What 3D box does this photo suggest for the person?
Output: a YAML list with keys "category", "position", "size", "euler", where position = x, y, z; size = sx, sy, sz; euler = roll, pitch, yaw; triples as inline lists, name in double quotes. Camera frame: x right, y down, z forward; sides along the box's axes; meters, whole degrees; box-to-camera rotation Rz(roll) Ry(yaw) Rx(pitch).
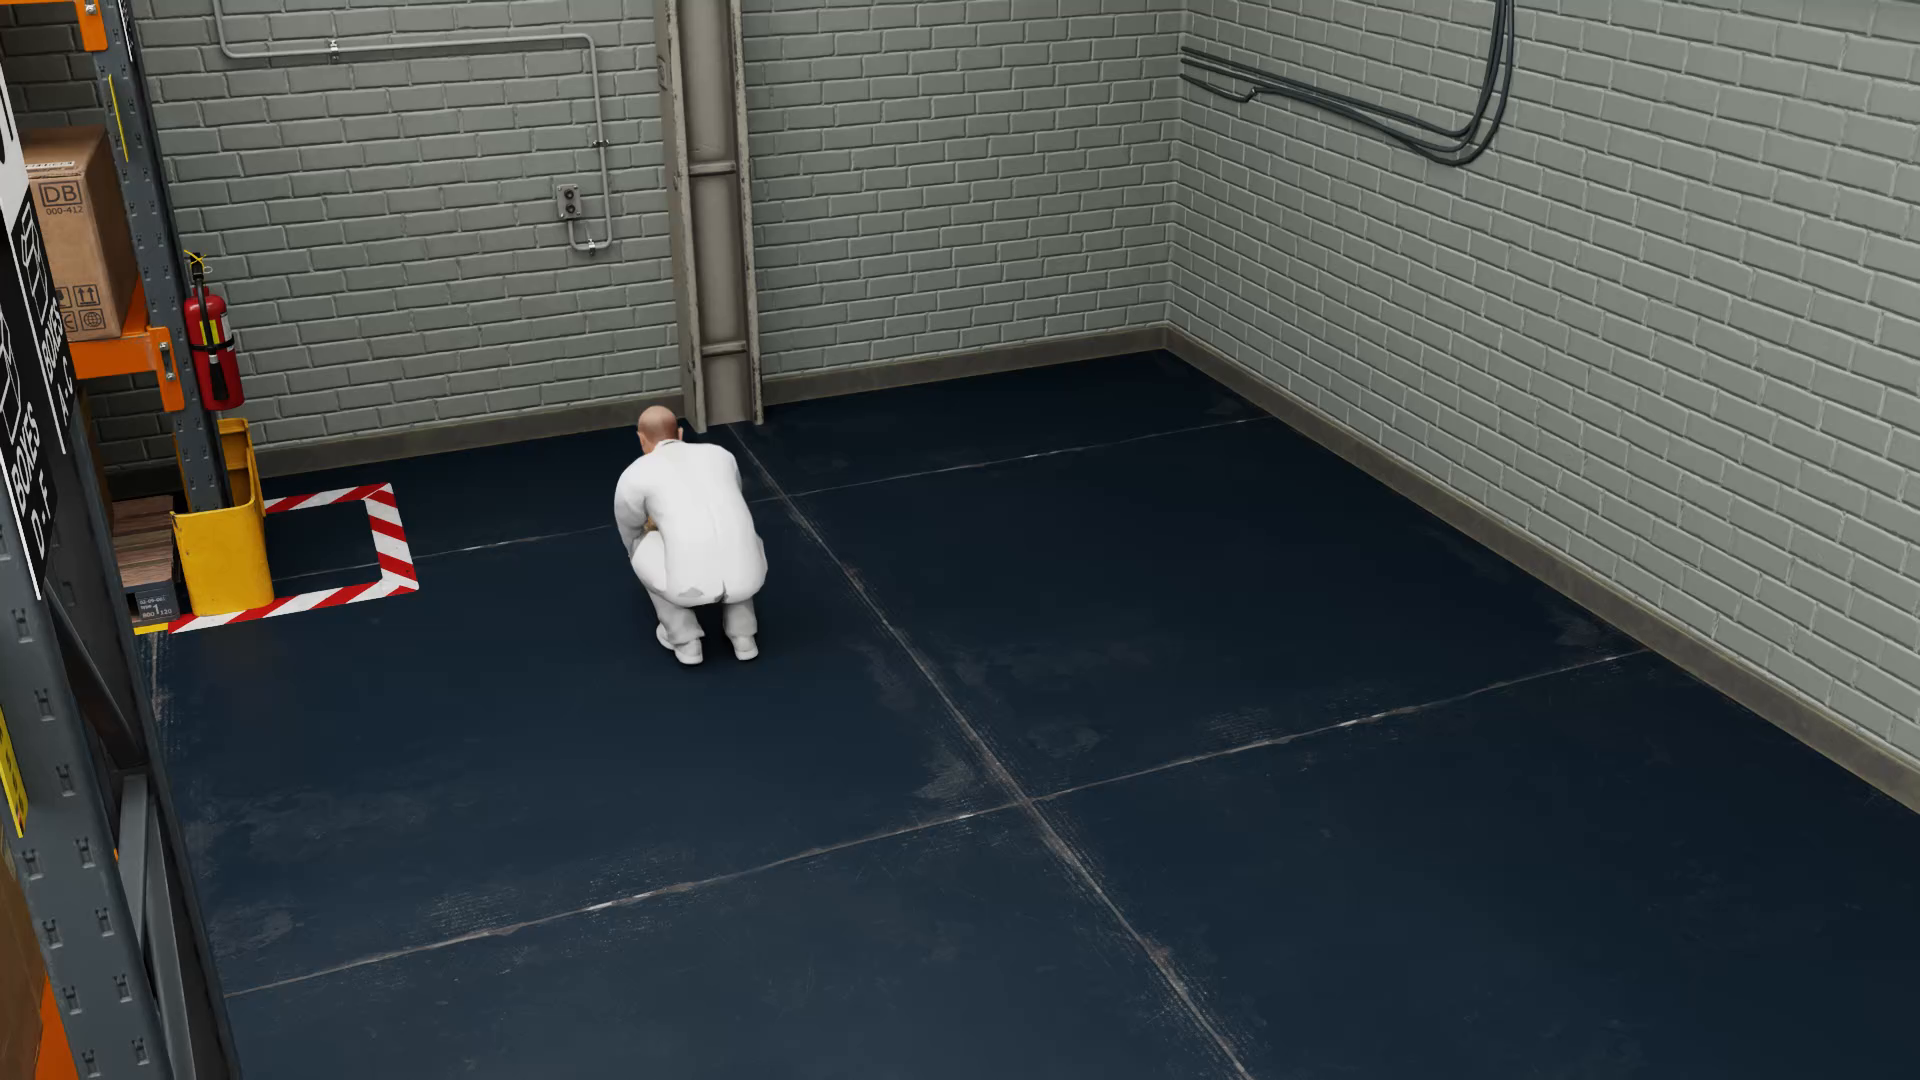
- category: "person"
  position: [-1.153, -0.033, 7.110]
  size: [0.605, 0.995, 0.906]
  euler: [-10, 27, -20]
